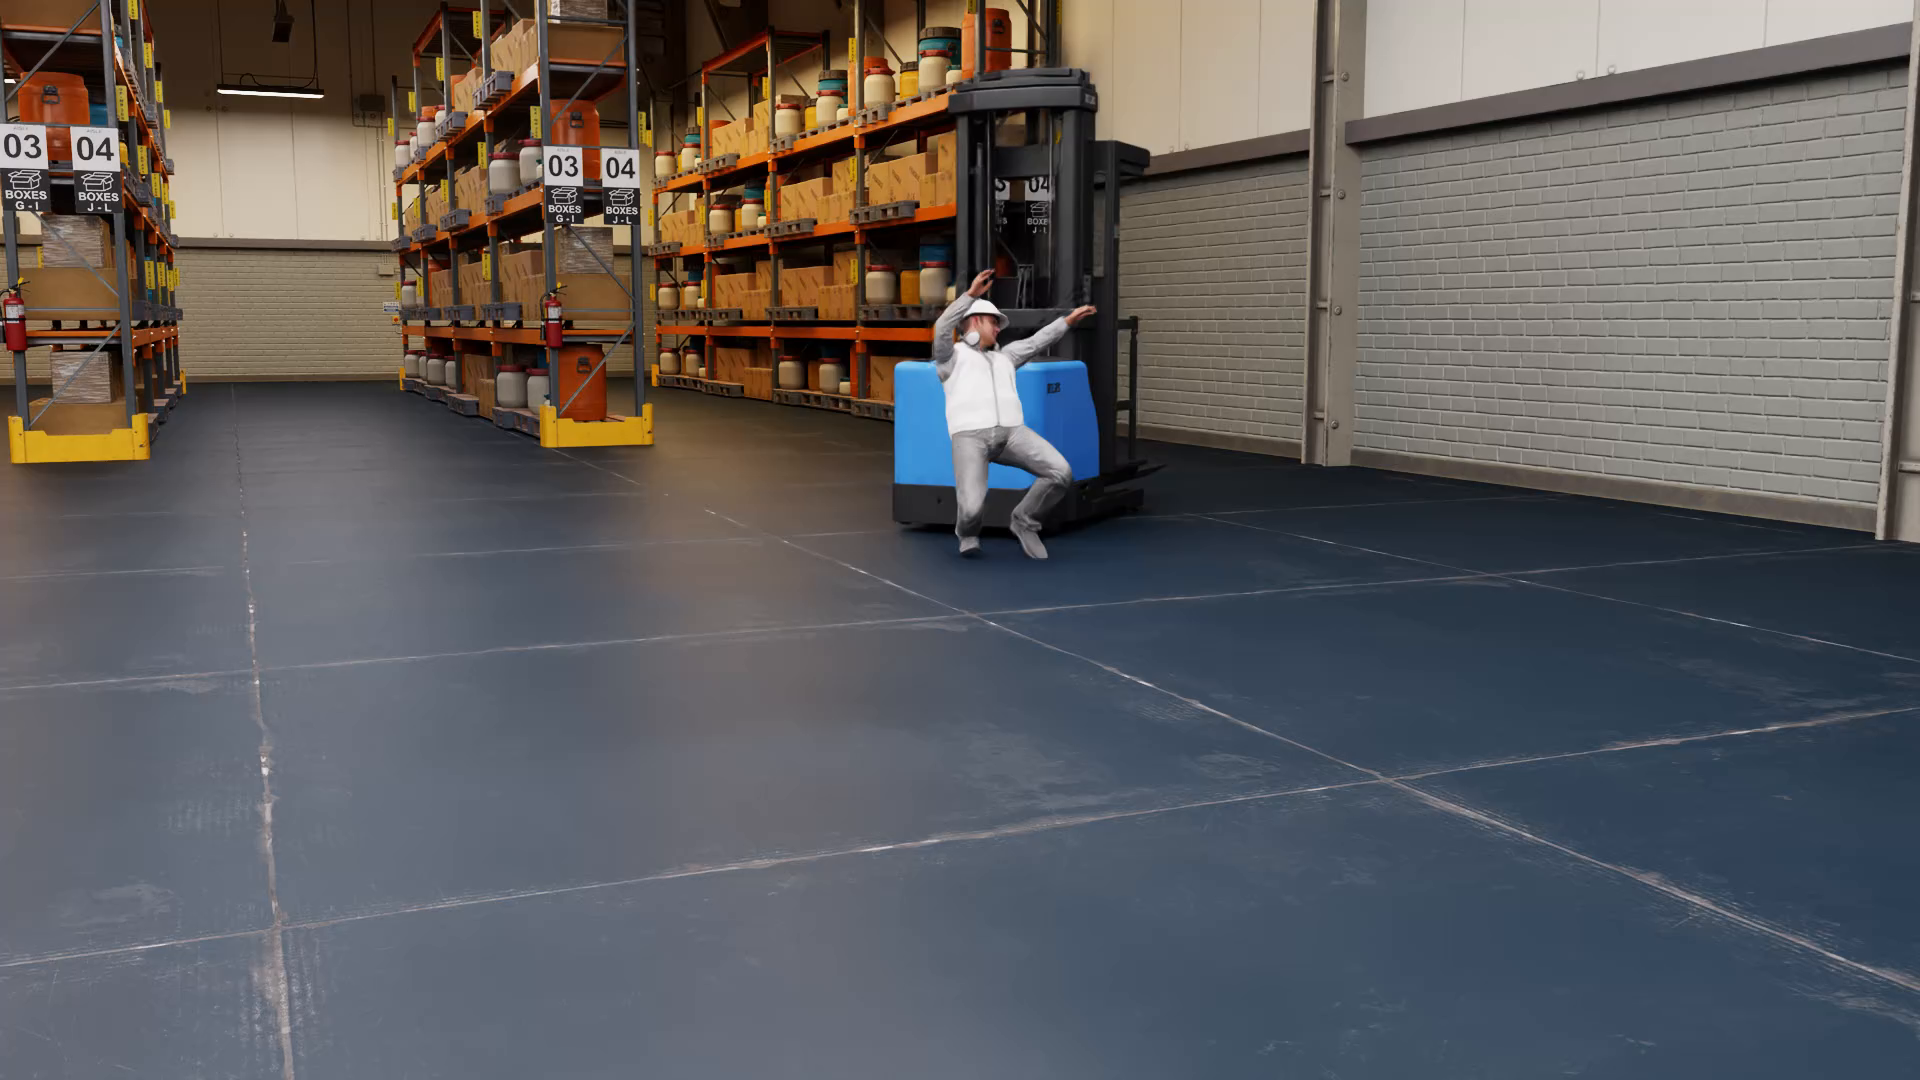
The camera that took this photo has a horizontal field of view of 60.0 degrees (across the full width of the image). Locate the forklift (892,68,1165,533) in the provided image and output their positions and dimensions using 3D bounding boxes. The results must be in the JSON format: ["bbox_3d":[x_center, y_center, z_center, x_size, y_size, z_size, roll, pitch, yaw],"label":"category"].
[{"bbox_3d":[0.646,-1.652,11.472,1.130,2.935,3.031,3,8,24],"label":"forklift"}]

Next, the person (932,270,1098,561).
[{"bbox_3d":[0.354,-0.690,9.333,1.058,1.620,0.848,-3,8,-23],"label":"person"}]
